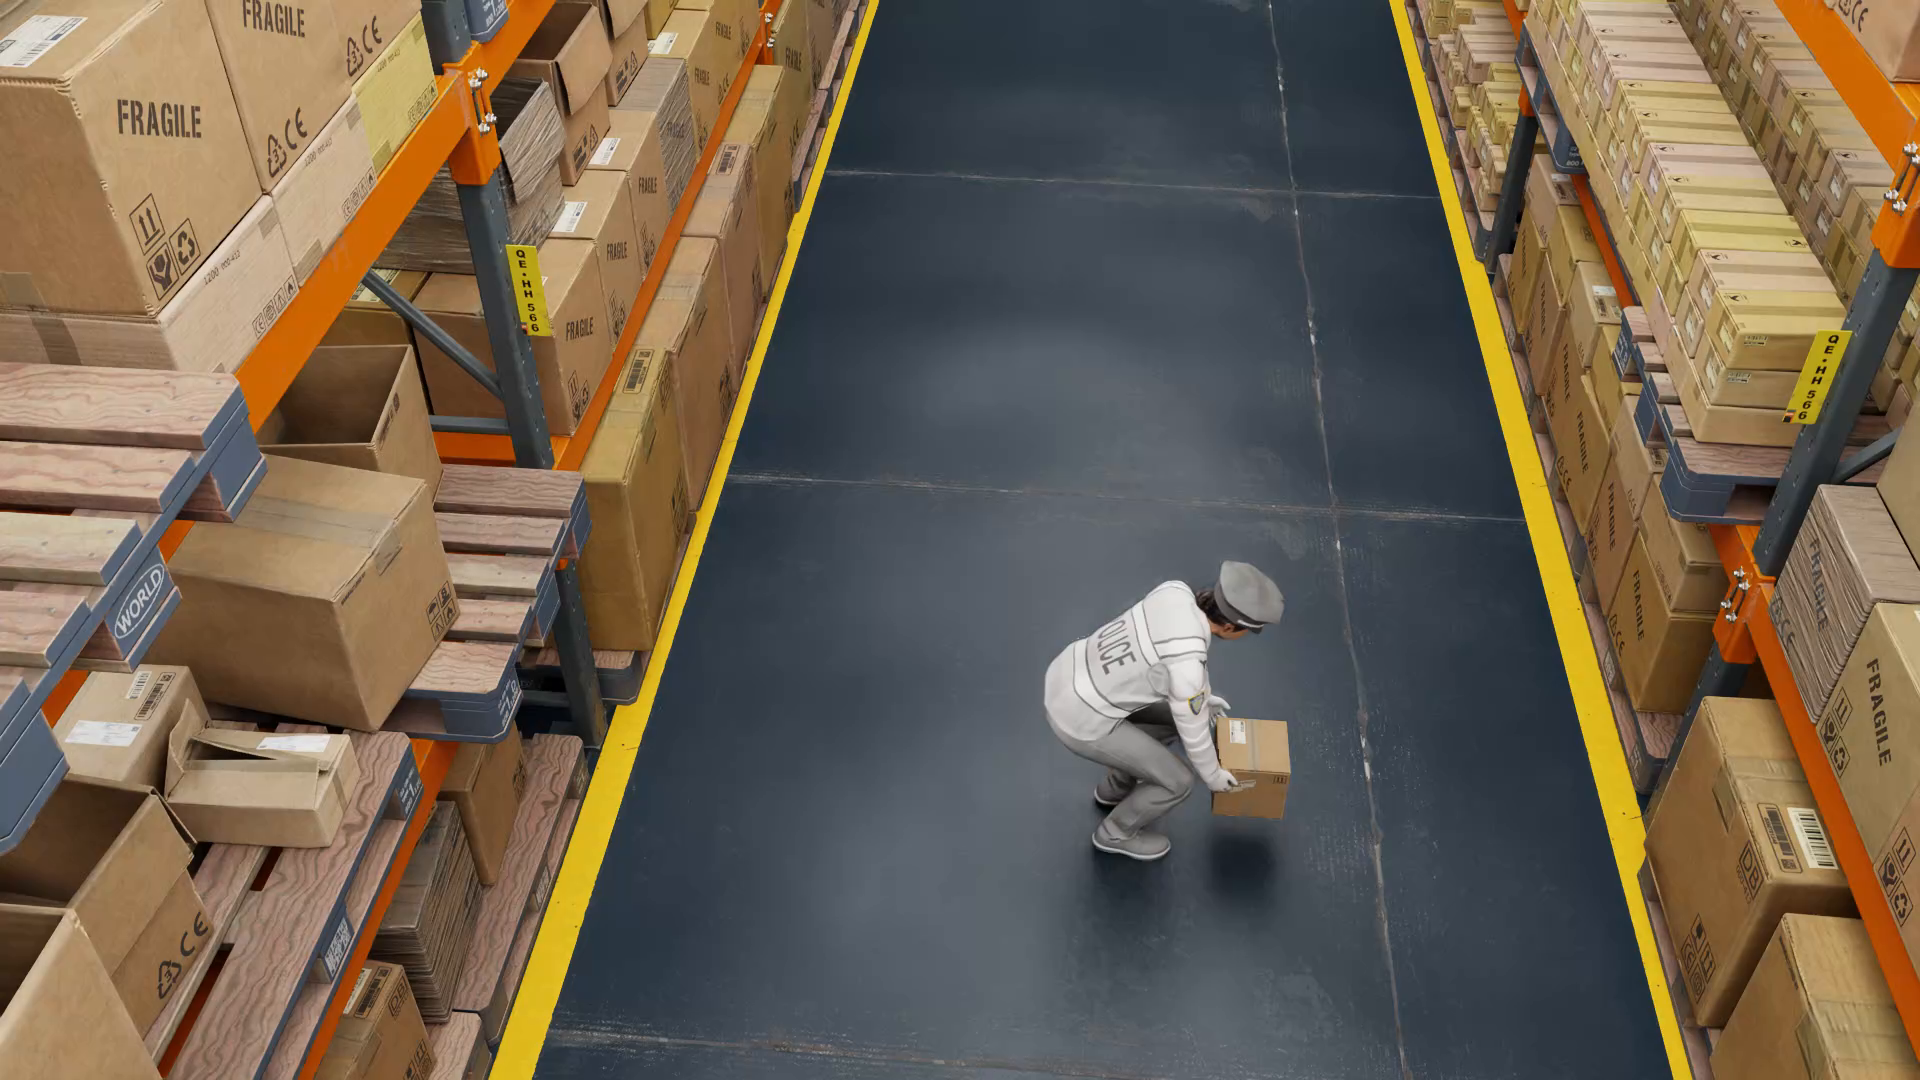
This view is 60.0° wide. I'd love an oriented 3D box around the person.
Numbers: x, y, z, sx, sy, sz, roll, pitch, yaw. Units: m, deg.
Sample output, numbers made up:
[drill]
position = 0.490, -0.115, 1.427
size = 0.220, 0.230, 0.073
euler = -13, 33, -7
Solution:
[person]
position = 0.690, 0.573, 5.834
size = 0.771, 1.213, 0.527
euler = 3, 40, 4
